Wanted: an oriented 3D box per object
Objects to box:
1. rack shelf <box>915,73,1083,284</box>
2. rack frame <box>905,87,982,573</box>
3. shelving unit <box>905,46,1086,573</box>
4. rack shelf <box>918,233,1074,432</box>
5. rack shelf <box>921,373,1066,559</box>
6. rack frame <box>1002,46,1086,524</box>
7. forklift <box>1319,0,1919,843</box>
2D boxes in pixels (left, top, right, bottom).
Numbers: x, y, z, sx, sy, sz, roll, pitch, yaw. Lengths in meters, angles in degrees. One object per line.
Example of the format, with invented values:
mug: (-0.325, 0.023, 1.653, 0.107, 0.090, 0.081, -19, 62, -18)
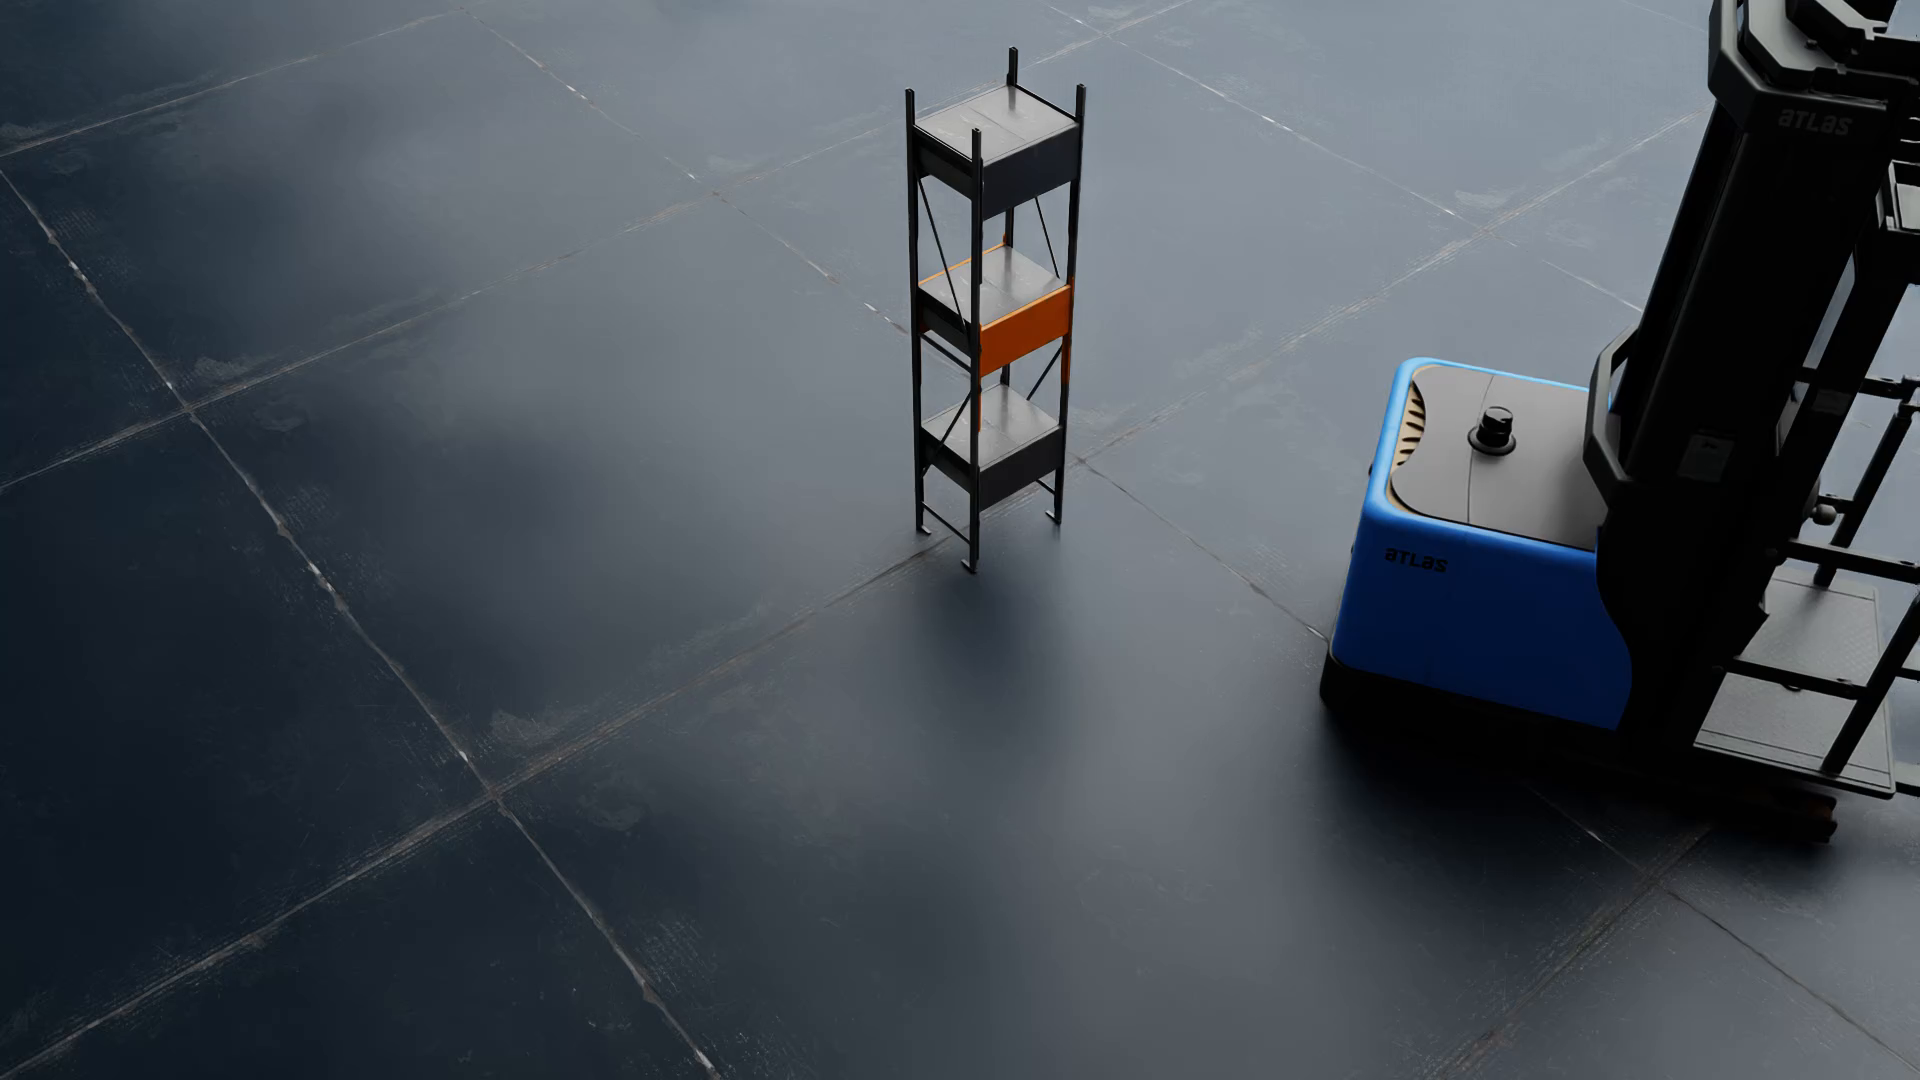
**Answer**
rack shelf: (0.127, -1.338, 6.139, 0.480, 0.518, 0.431, -30, 51, -28)
rack frame: (-0.060, -0.731, 6.494, 0.015, 2.100, 0.400, -30, 51, -28)
shelving unit: (0.127, -0.838, 6.609, 0.503, 2.100, 0.431, -30, 51, -28)
rack shelf: (0.127, -0.828, 6.618, 0.480, 0.518, 0.431, -30, 51, -28)
rack shelf: (0.127, -0.318, 7.097, 0.480, 0.518, 0.431, -30, 51, -28)
rack frame: (0.314, -0.945, 6.723, 0.015, 2.100, 0.400, -30, 51, -28)
forklift: (2.981, -0.377, 5.510, 3.031, 2.935, 1.130, 13, 45, 14)
